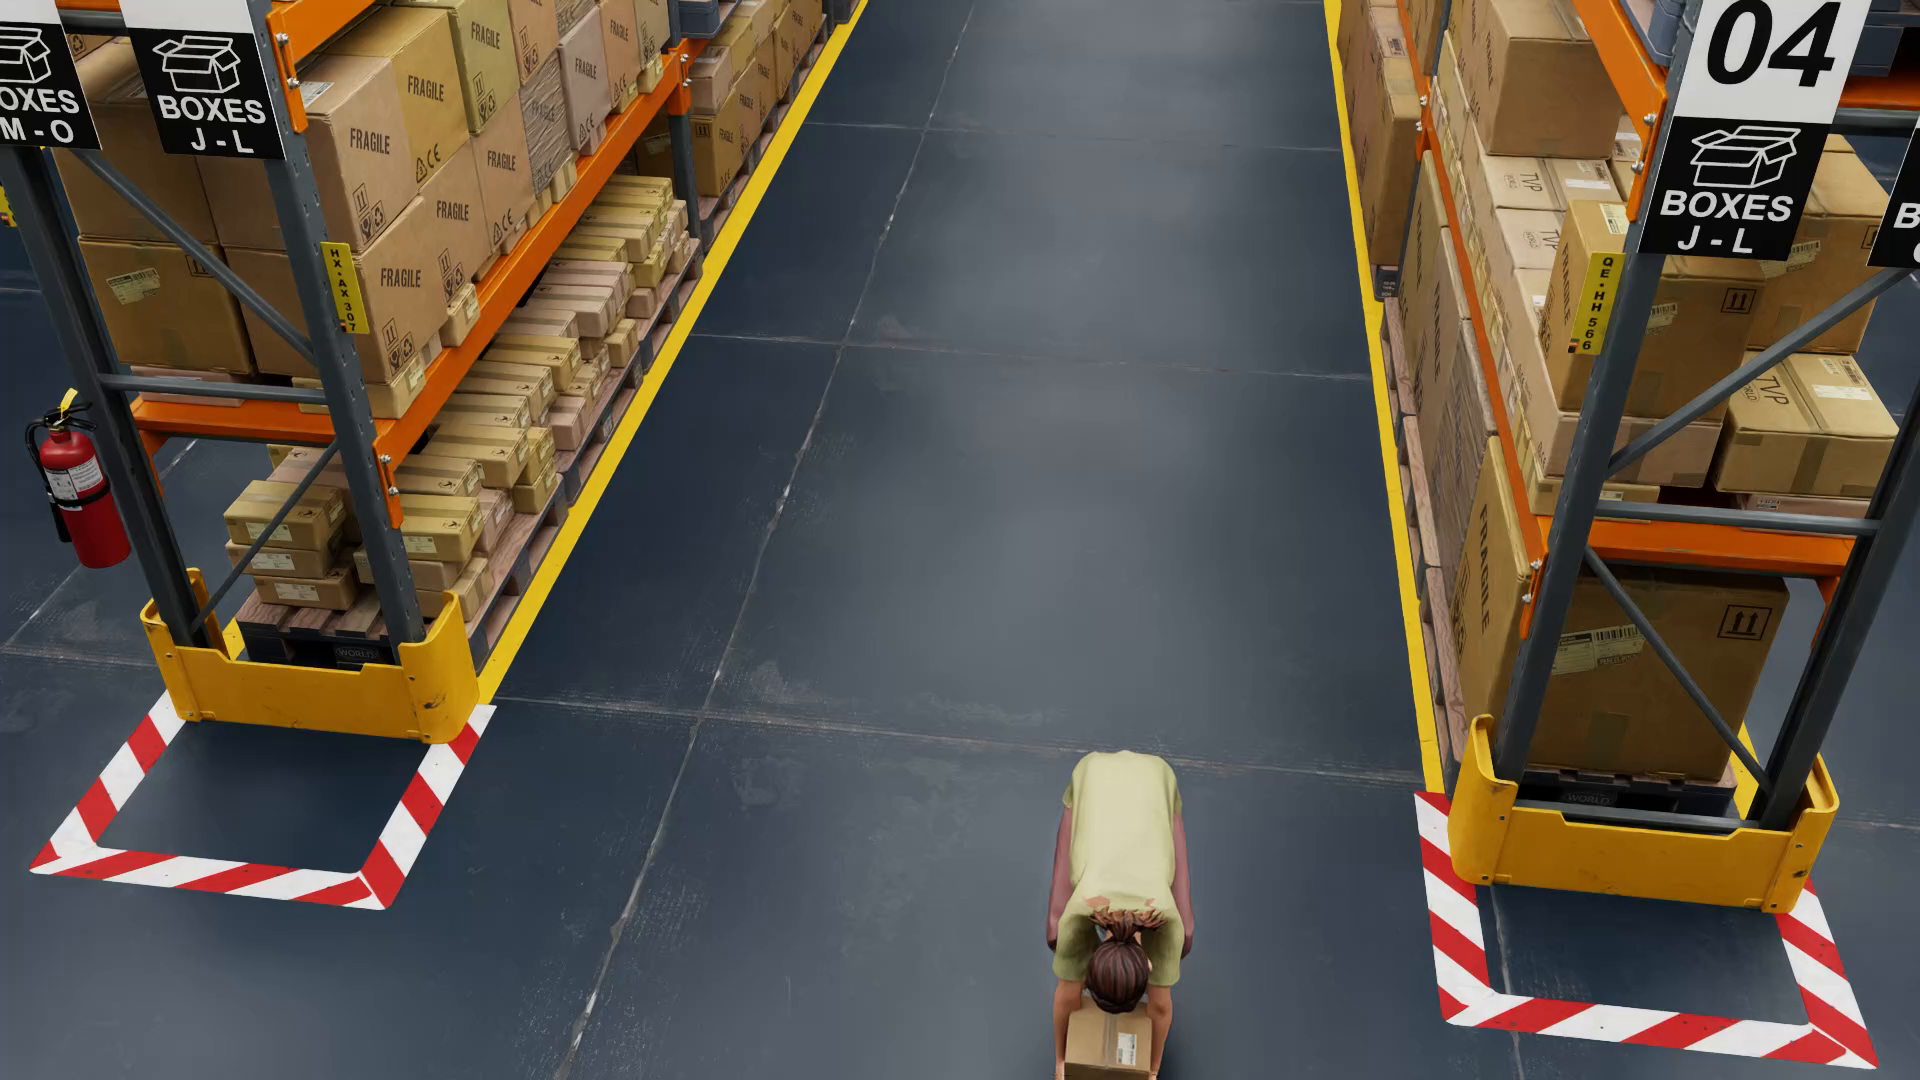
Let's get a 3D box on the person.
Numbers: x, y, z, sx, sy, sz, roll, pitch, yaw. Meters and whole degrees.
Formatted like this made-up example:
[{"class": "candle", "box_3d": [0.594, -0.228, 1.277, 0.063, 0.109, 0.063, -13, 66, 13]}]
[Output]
[{"class": "person", "box_3d": [0.493, 1.208, 5.129, 0.456, 0.933, 0.851, 3, 36, 4]}]
